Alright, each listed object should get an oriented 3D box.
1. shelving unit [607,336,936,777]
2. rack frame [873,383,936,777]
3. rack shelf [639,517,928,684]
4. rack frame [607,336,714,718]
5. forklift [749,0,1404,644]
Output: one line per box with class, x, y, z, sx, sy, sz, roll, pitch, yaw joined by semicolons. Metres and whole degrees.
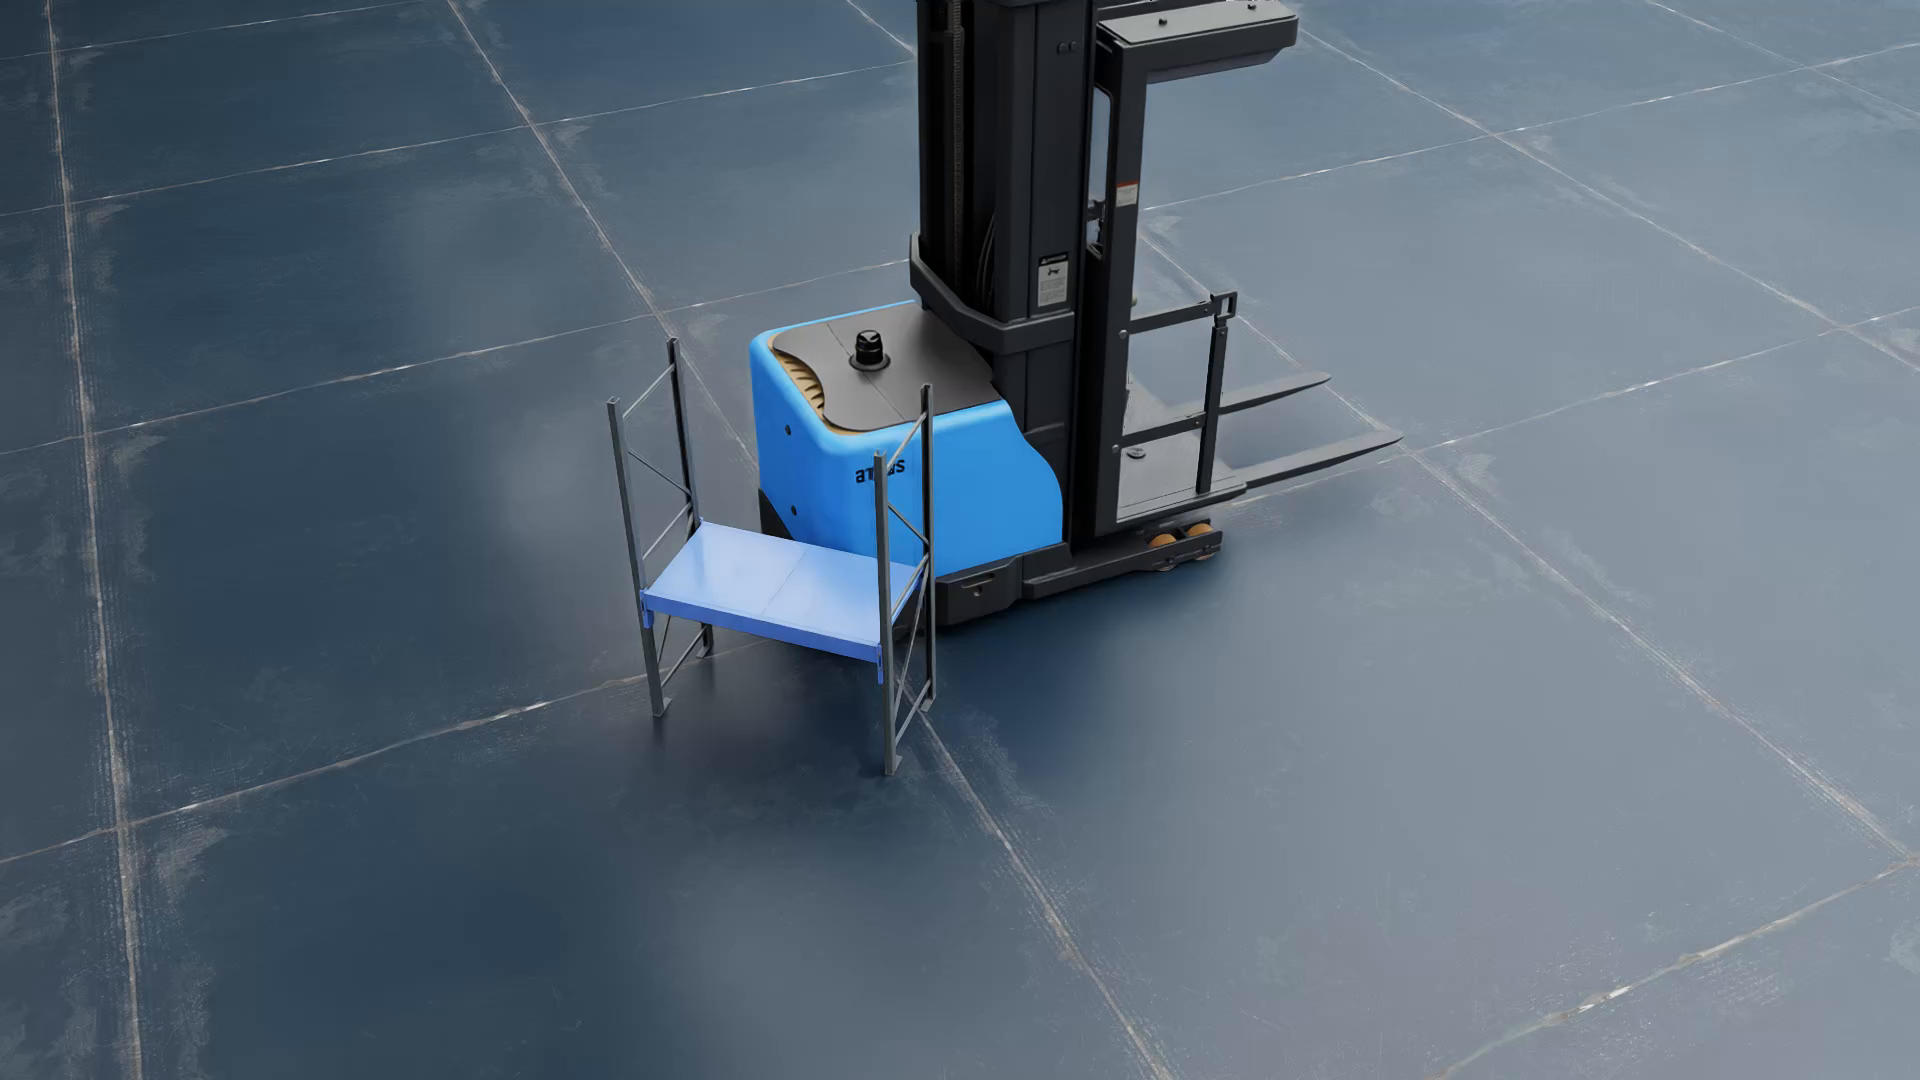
shelving unit;-0.675;0.079;6.385;1.048;1.500;0.538;12;38;15
rack frame;-0.196;0.179;6.249;0.032;1.500;0.500;12;38;15
rack shelf;-0.675;0.223;6.492;1.000;0.185;0.538;12;38;15
rack frame;-1.155;-0.022;6.521;0.032;1.500;0.500;12;38;15
forklift;0.640;-1.307;7.052;3.031;2.935;1.130;-15;39;-20
